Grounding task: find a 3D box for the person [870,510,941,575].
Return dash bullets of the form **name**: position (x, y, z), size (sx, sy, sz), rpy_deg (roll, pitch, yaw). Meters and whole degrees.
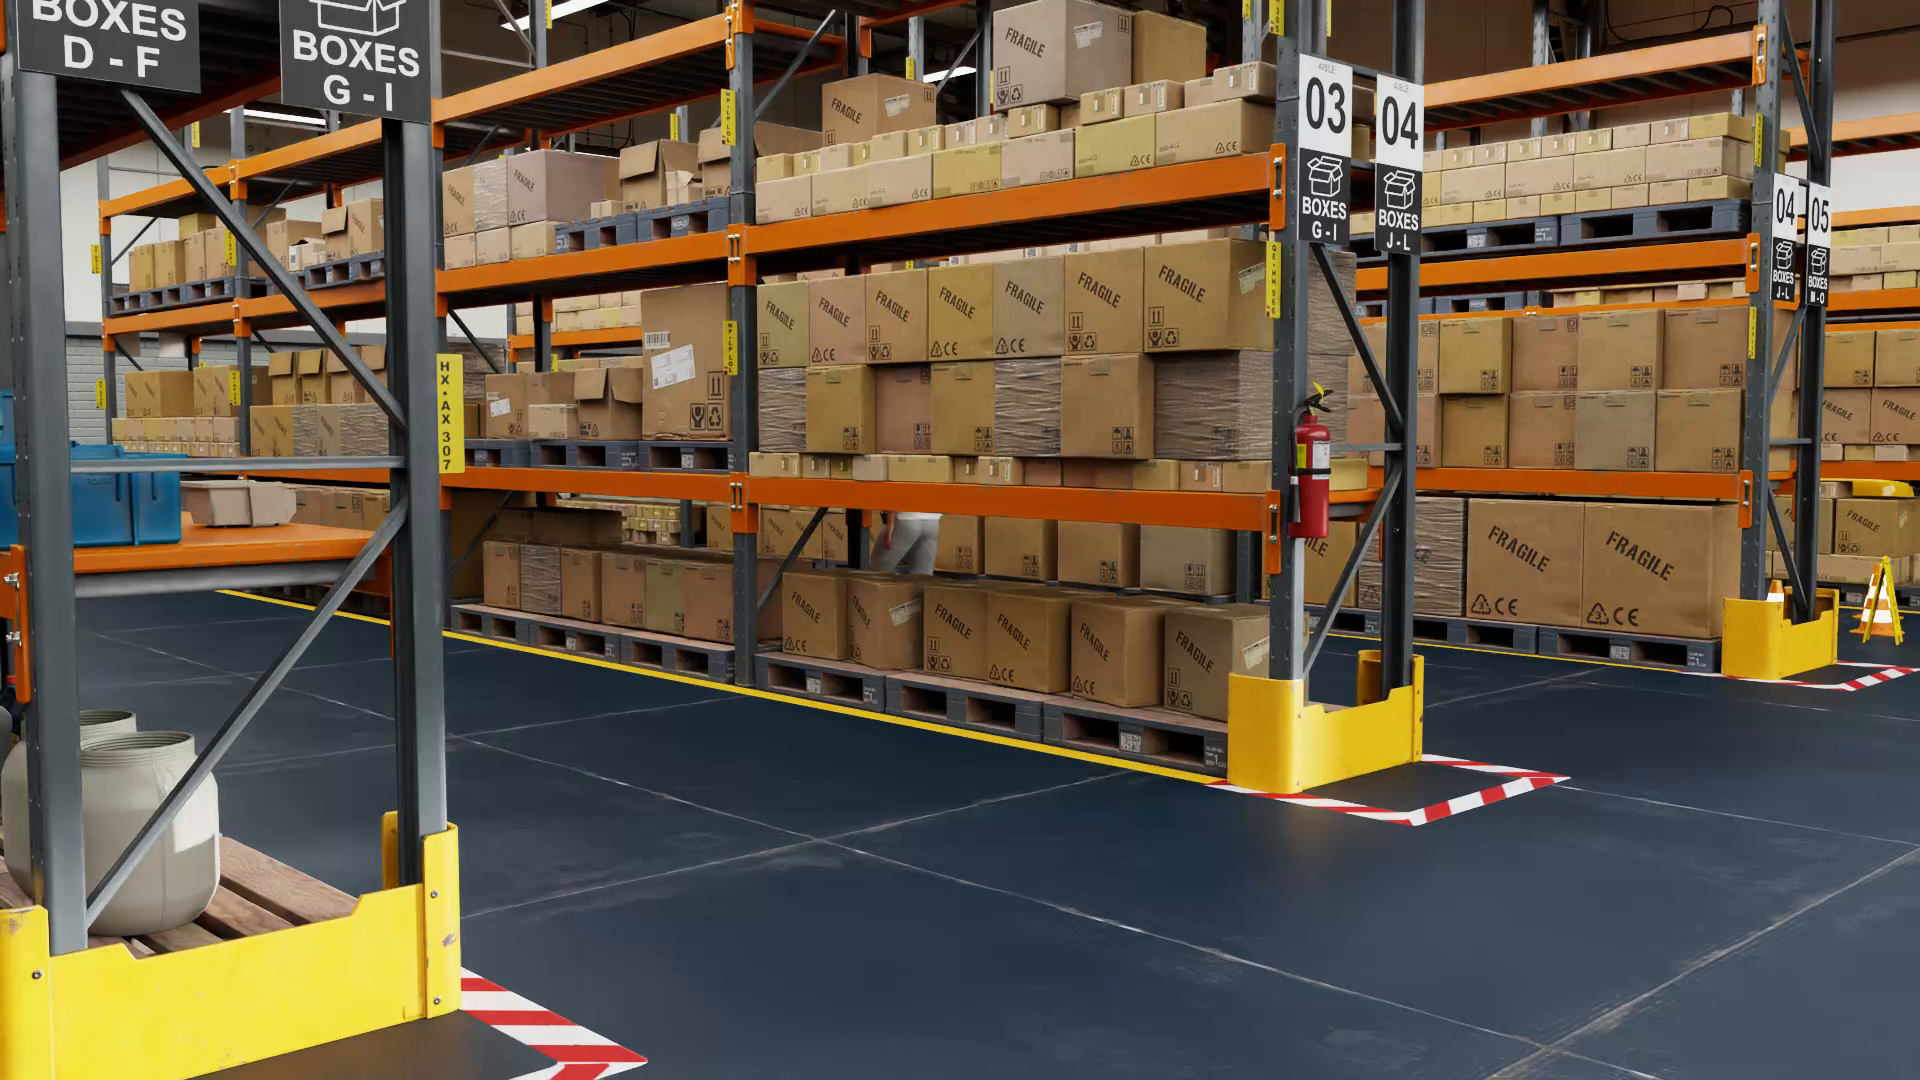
- **person**: position (-0.357, -0.113, 11.986), size (0.579, 1.758, 0.474), rpy_deg (-4, 5, -43)
